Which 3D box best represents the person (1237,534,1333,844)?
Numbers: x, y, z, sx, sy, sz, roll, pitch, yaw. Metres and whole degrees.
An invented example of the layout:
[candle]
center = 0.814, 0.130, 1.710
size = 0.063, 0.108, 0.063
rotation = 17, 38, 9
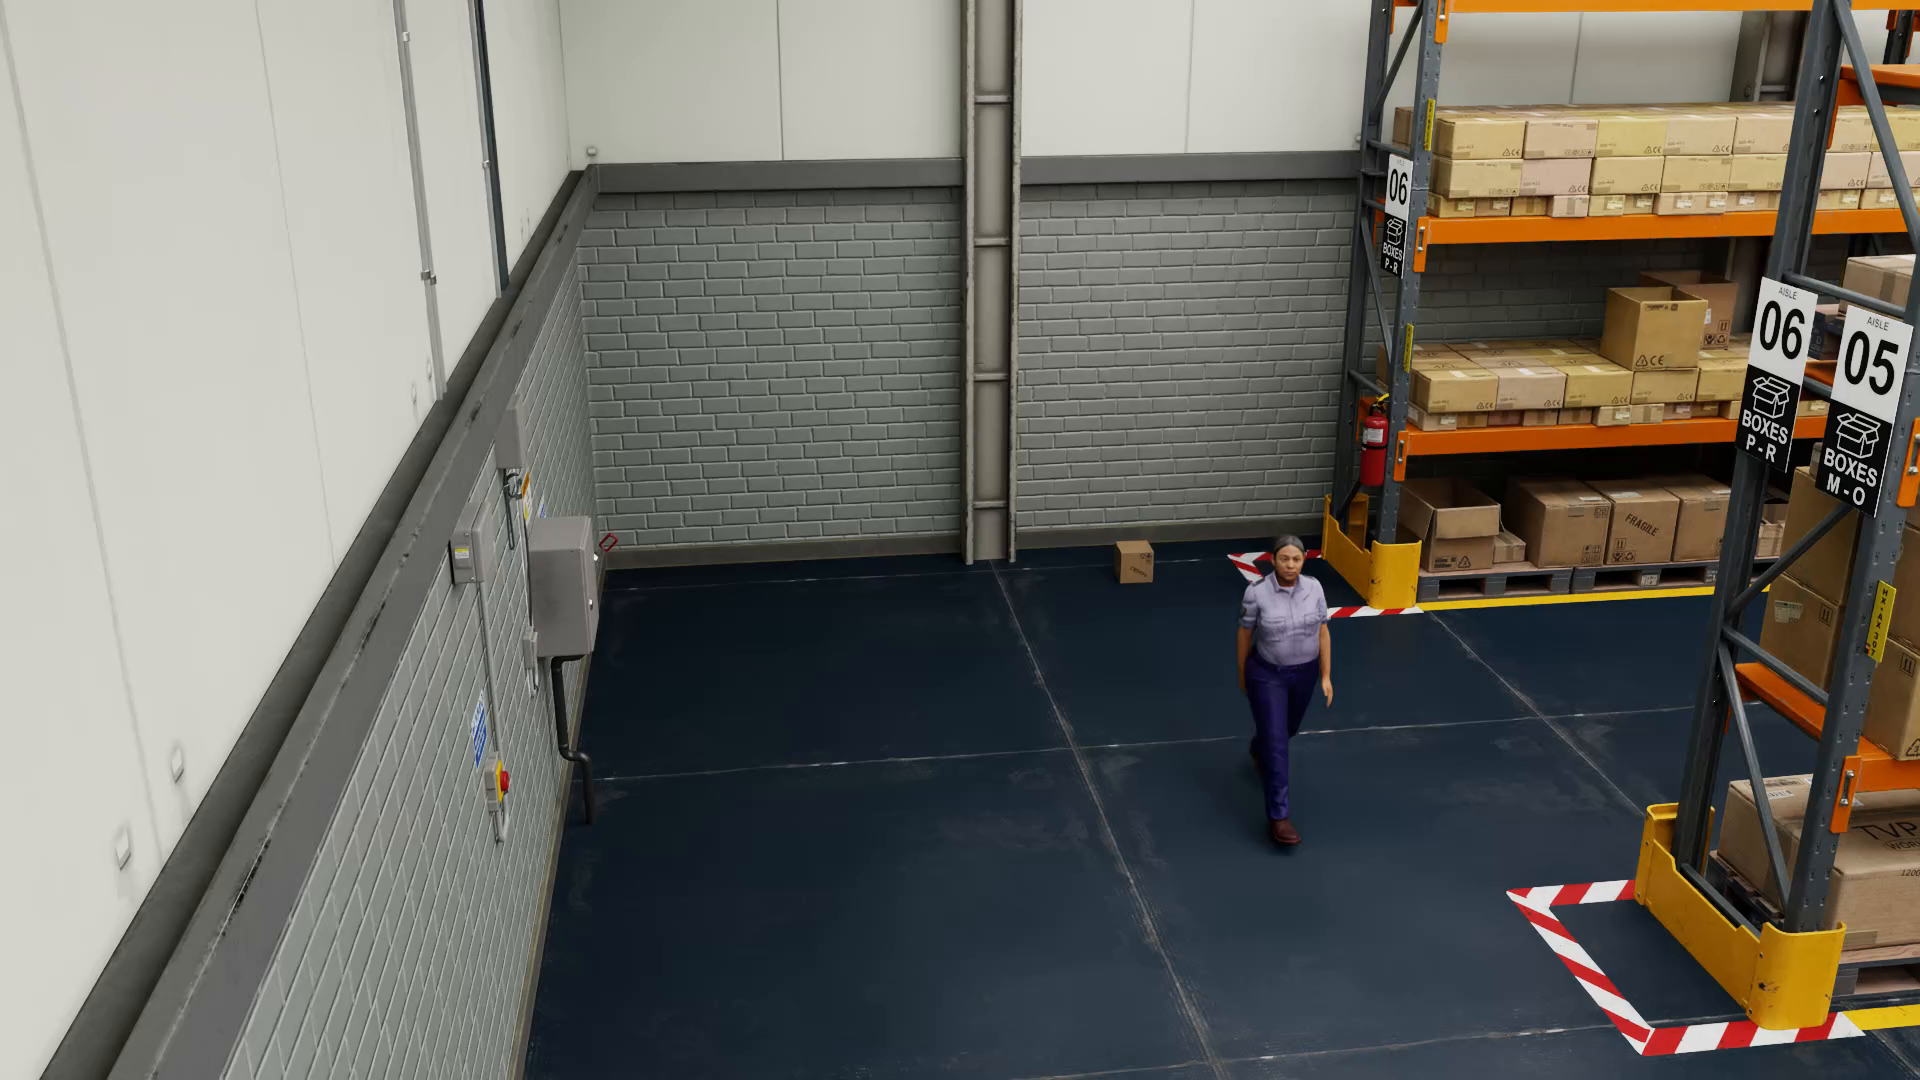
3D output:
[person]
center = 1.771, 0.745, 9.074
size = 0.471, 1.583, 0.988
rotation = -5, 21, -13
